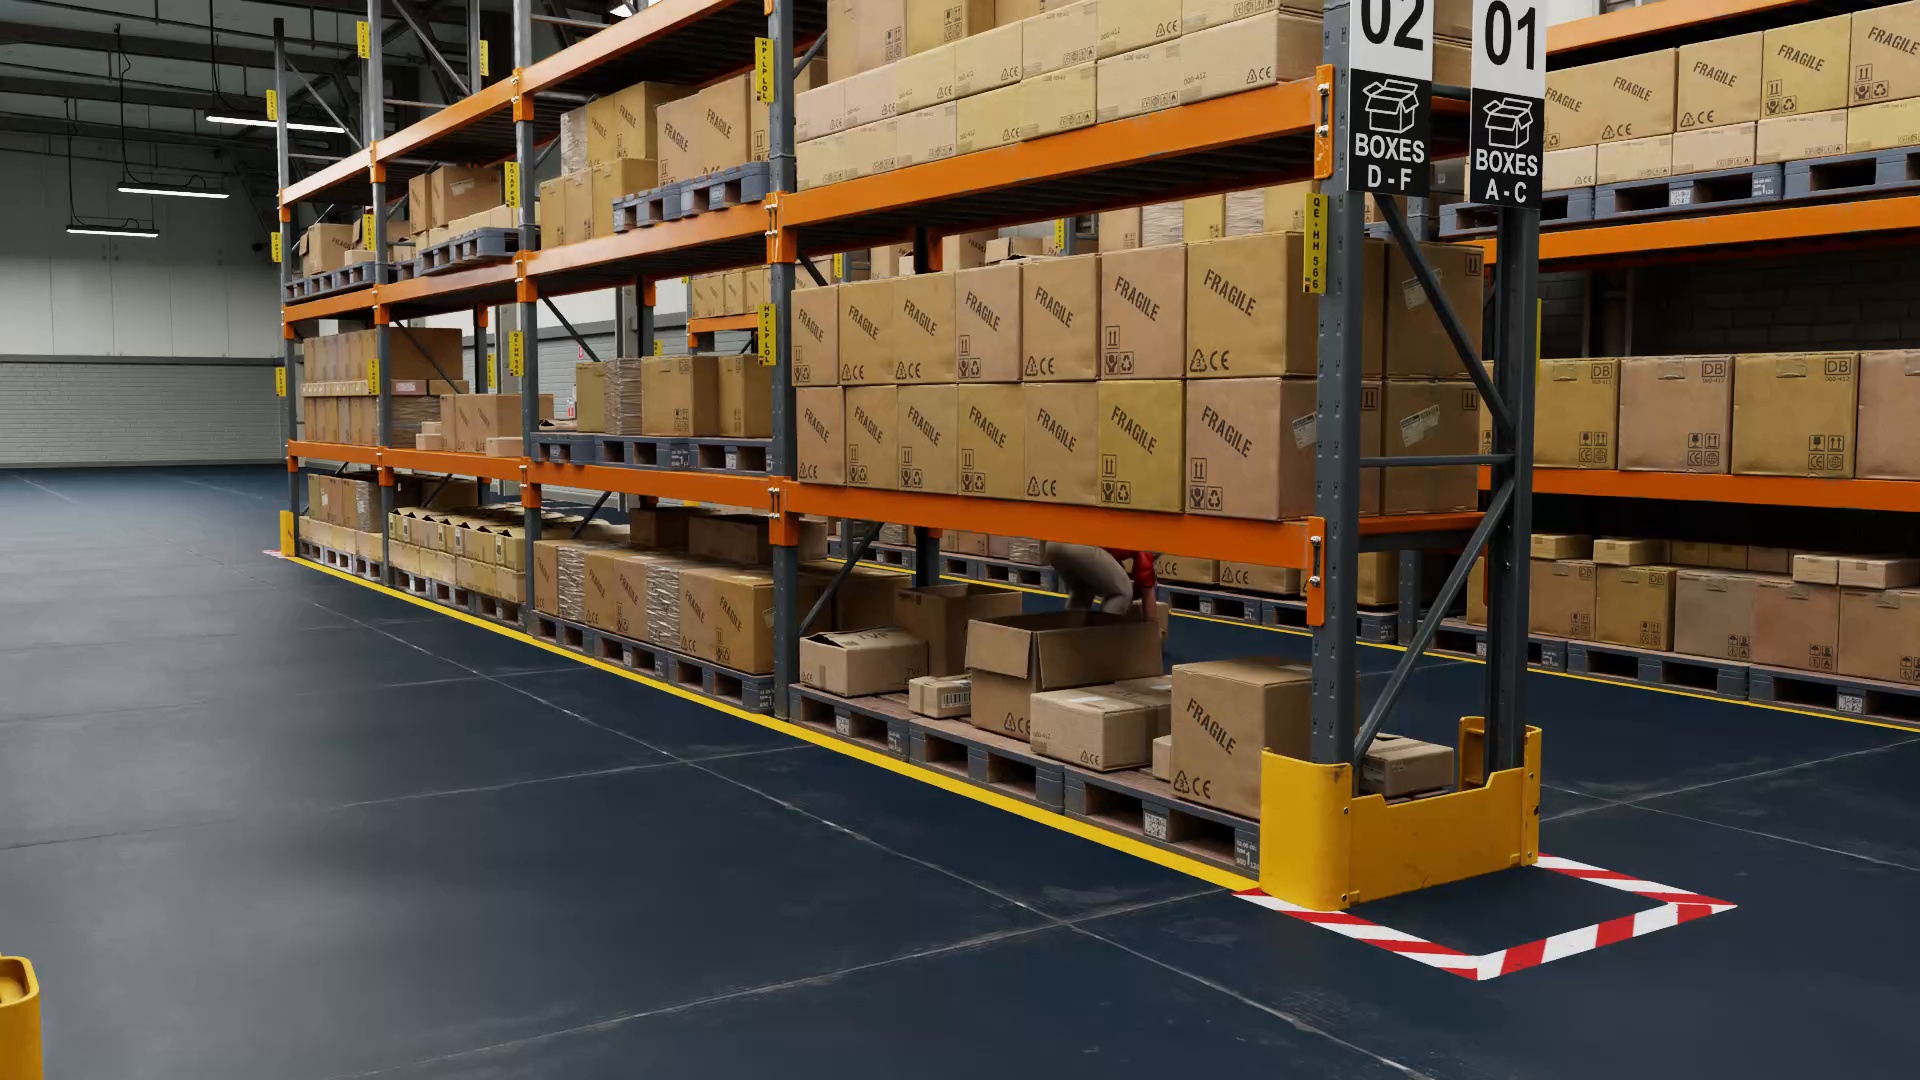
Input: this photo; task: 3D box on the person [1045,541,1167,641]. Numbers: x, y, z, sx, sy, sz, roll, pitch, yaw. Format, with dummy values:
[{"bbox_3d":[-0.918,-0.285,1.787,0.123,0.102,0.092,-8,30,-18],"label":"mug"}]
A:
[{"bbox_3d":[1.038,0.308,11.286,0.899,0.976,0.509,-3,6,-37],"label":"person"}]
